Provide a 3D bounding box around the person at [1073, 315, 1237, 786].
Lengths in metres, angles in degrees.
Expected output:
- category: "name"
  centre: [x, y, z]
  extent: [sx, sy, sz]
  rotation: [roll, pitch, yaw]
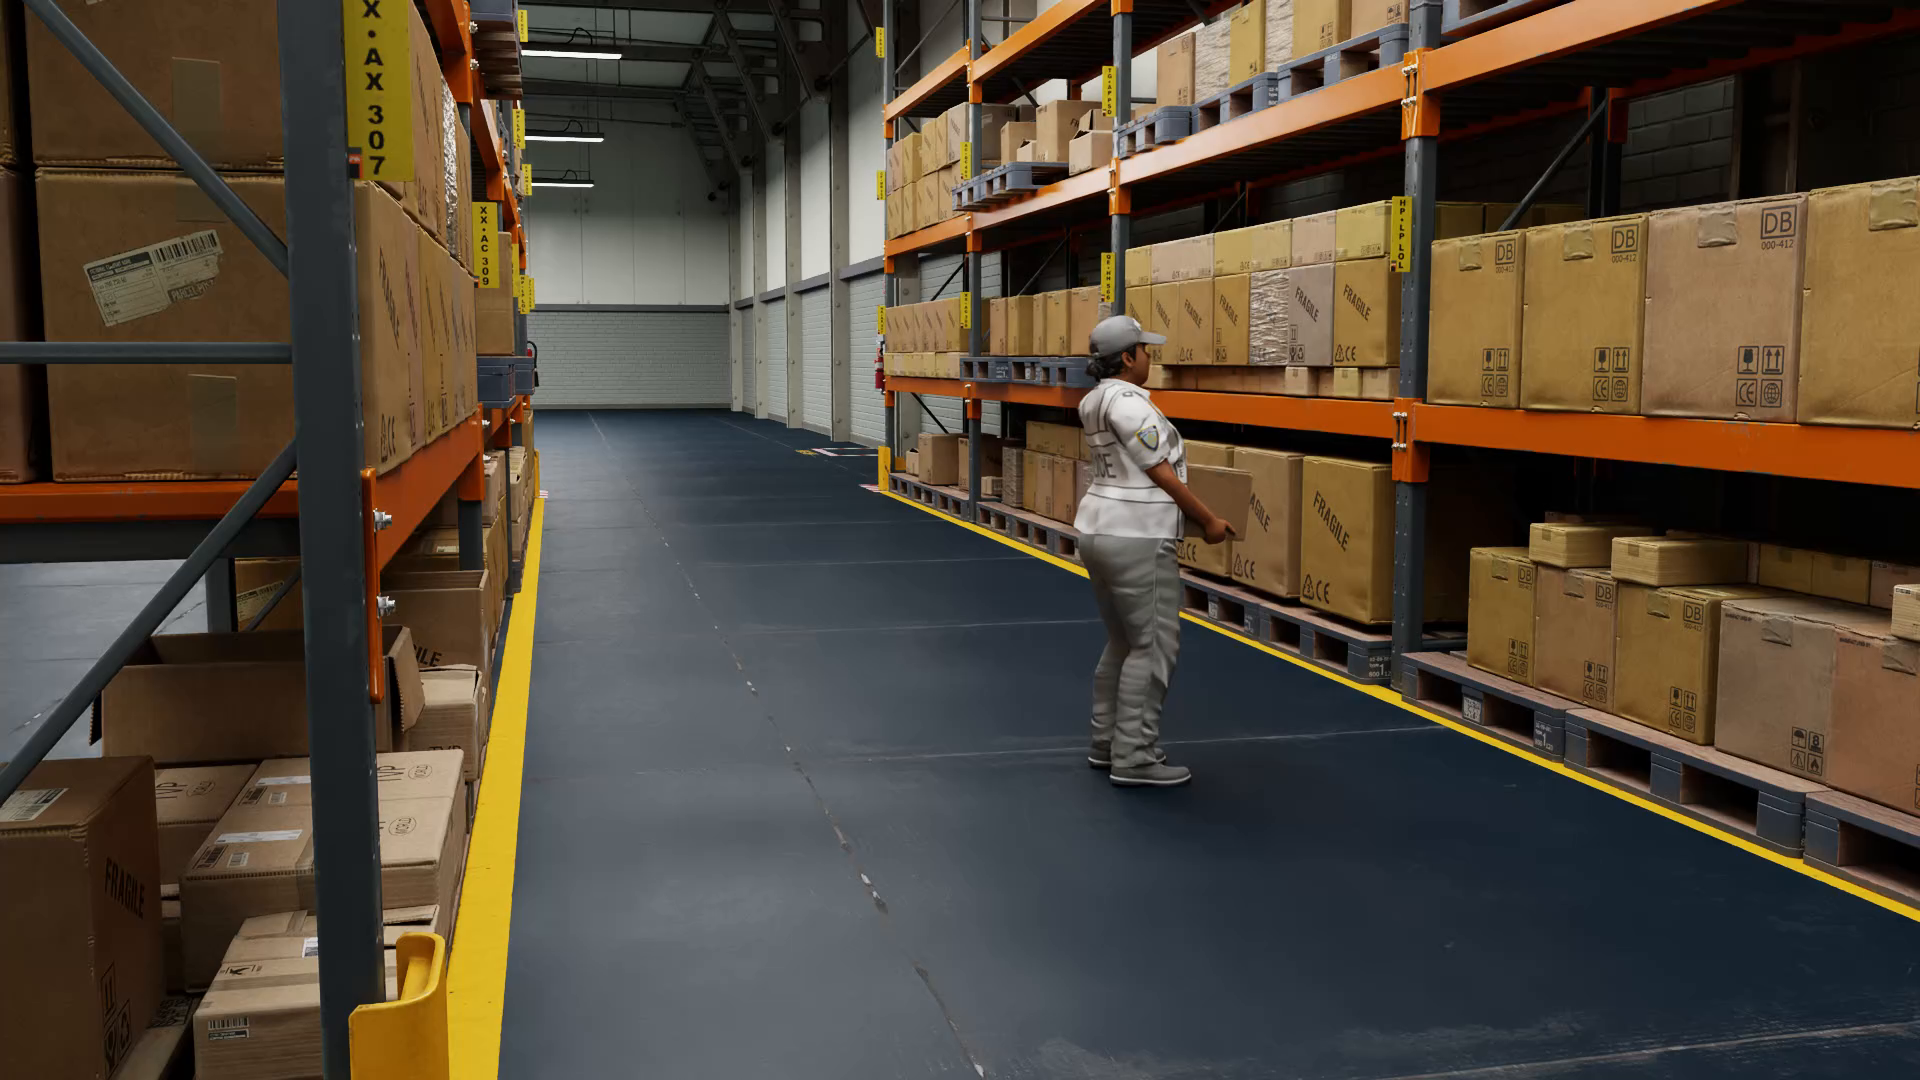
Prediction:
- category: "person"
  centre: [0.687, 0.028, 5.967]
  extent: [0.535, 1.654, 0.452]
  rotation: [-1, 6, -13]
